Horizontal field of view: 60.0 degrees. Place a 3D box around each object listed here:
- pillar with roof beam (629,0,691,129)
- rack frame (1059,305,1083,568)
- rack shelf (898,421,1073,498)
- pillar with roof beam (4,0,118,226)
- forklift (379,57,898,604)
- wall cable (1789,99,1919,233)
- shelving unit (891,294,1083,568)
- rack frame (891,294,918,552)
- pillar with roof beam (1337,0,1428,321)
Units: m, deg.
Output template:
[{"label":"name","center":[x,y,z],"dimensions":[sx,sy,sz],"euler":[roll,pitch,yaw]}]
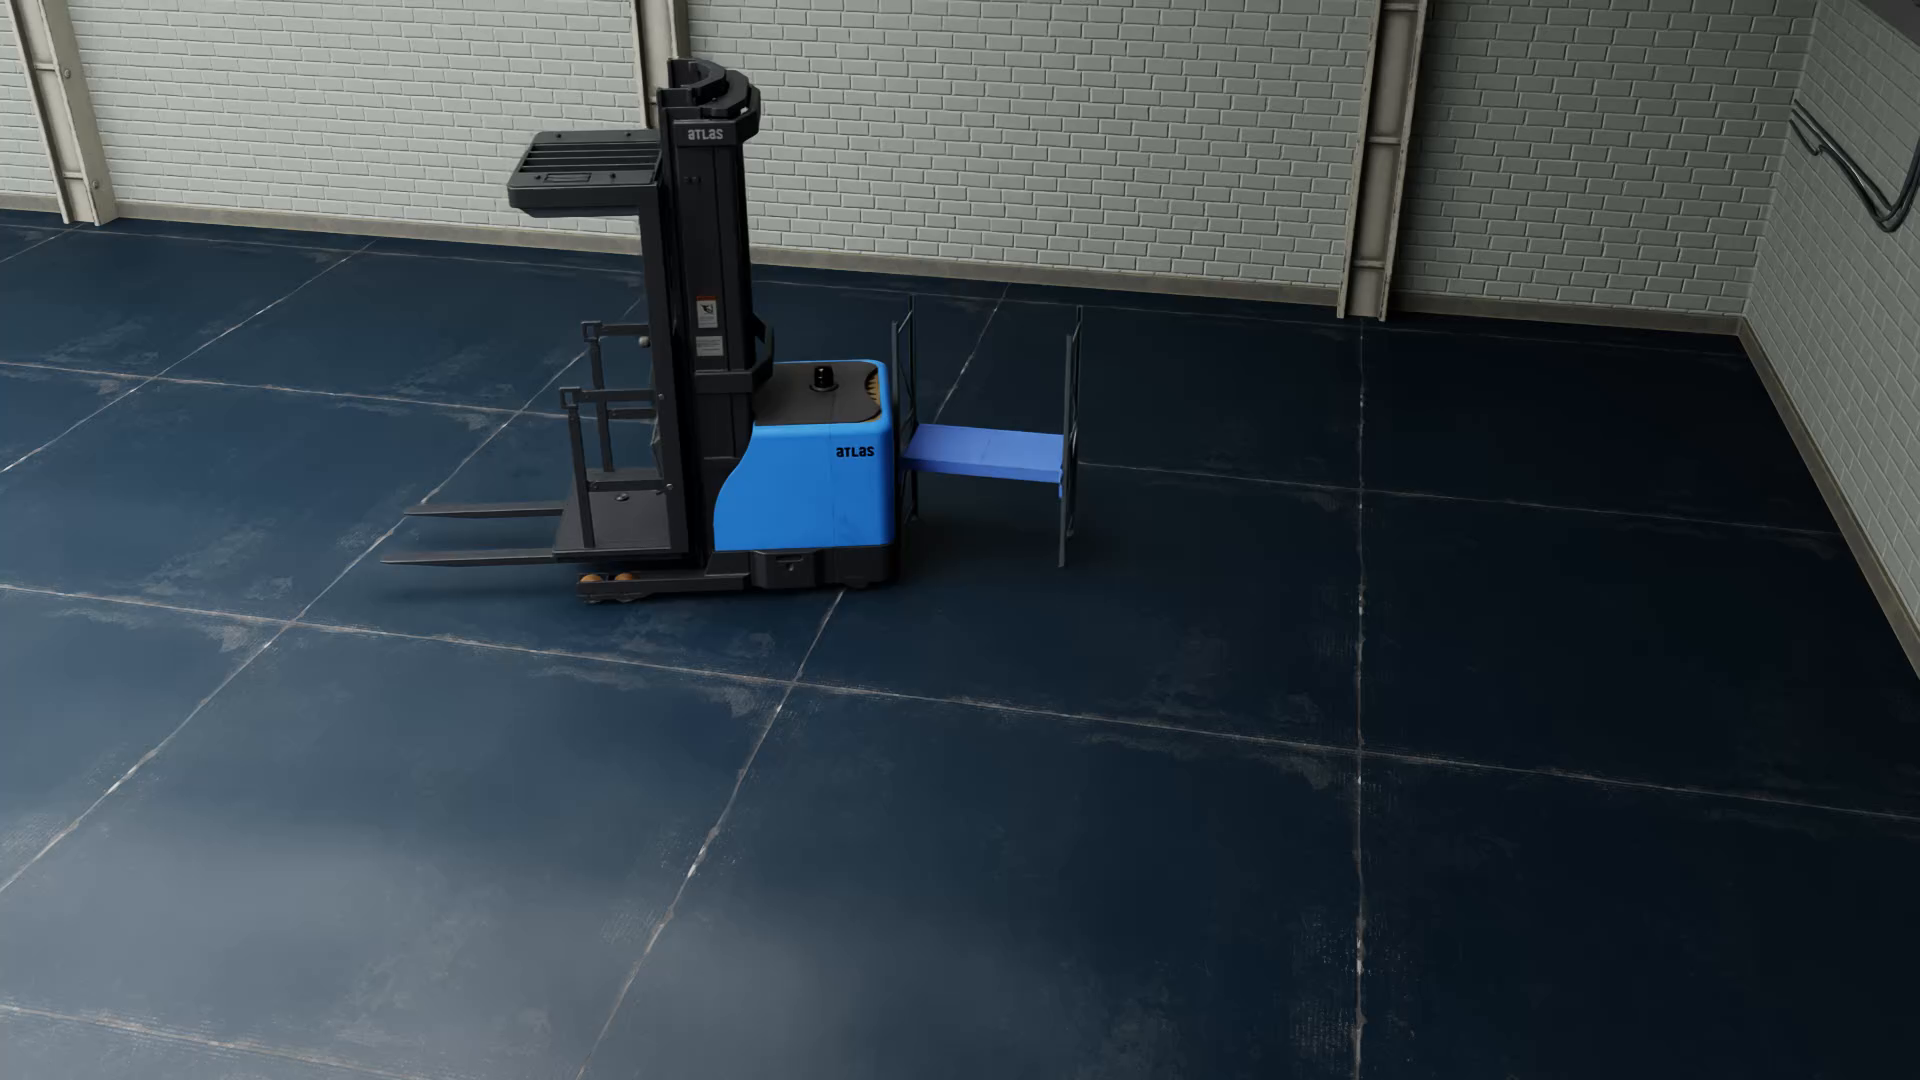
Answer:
[{"label":"pillar with roof beam","center":[-3.418,-4.420,9.115],"dimensions":[0.400,9.000,9.100],"euler":[6,29,11]},{"label":"rack frame","center":[0.666,-0.610,9.964],"dimensions":[0.032,1.500,0.500],"euler":[5,29,10]},{"label":"rack shelf","center":[0.167,-0.499,10.136],"dimensions":[1.000,0.185,0.538],"euler":[5,29,10]},{"label":"pillar with roof beam","center":[-9.285,-5.022,10.214],"dimensions":[0.400,9.000,9.100],"euler":[6,29,11]},{"label":"forklift","center":[-1.910,-1.178,9.511],"dimensions":[3.031,2.935,1.130],"euler":[-2,29,-4]},{"label":"wall cable","center":[5.954,-3.562,10.781],"dimensions":[0.112,2.526,3.097],"euler":[6,29,11]},{"label":"shelving unit","center":[0.167,-0.656,10.049],"dimensions":[1.048,1.500,0.538],"euler":[5,29,10]},{"label":"rack frame","center":[-0.332,-0.703,10.135],"dimensions":[0.032,1.500,0.500],"euler":[5,29,10]},{"label":"pillar with roof beam","center":[2.450,-3.819,8.016],"dimensions":[0.400,9.000,9.100],"euler":[6,29,11]}]
